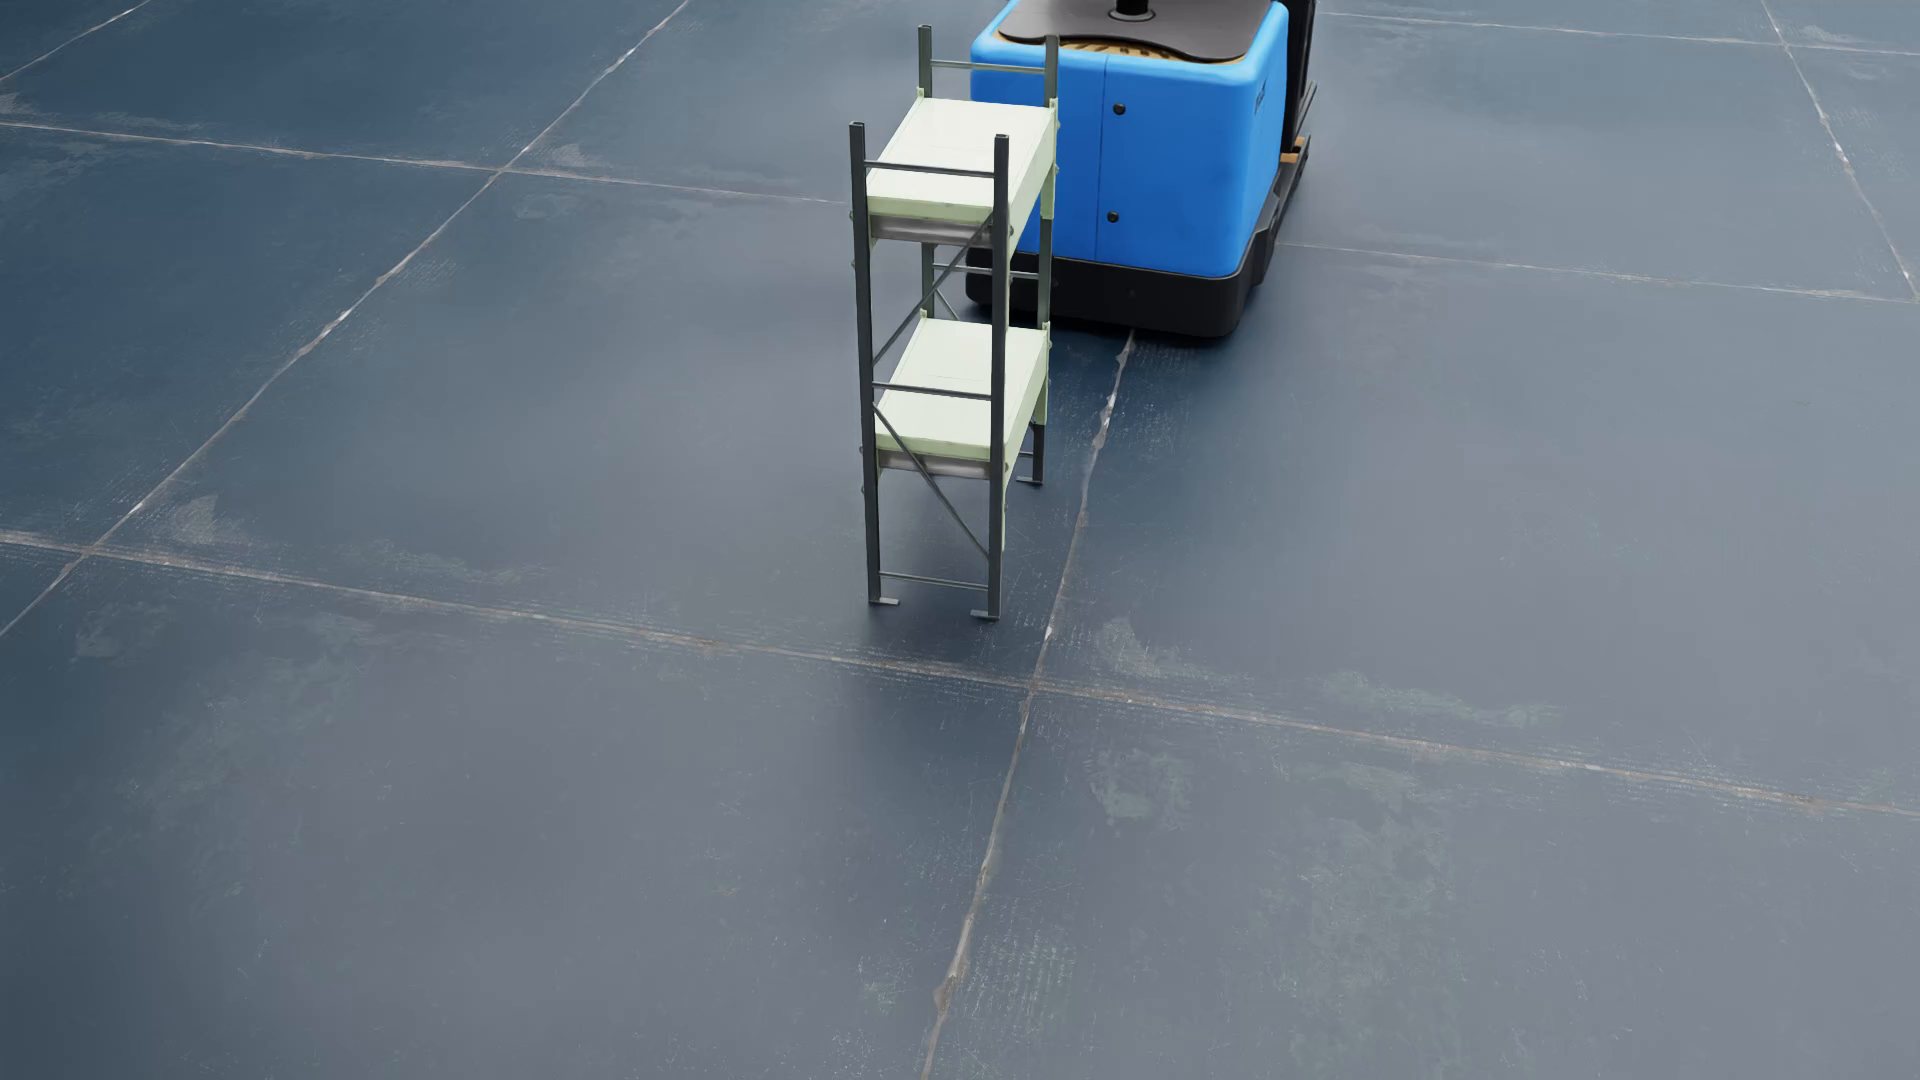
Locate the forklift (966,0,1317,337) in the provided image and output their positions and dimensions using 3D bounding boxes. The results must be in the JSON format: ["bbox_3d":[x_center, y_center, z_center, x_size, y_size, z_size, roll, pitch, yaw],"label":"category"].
[{"bbox_3d":[0.953,-2.803,6.619,1.130,2.935,3.031,11,37,14],"label":"forklift"}]

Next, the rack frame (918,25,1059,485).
[{"bbox_3d":[0.080,-0.821,5.105,0.400,1.500,0.023,7,37,10],"label":"rack frame"}]

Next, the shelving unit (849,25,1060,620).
[{"bbox_3d":[0.001,-0.611,4.815,0.431,1.500,0.755,7,37,10],"label":"shelving unit"}]

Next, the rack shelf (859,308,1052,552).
[{"bbox_3d":[0.001,-0.347,5.006,0.431,0.370,0.720,7,37,10],"label":"rack shelf"}]

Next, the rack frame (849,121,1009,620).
[{"bbox_3d":[-0.077,-0.401,4.526,0.400,1.500,0.023,7,37,10],"label":"rack frame"}]

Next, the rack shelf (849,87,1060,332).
[{"bbox_3d":[0.001,-0.927,4.586,0.431,0.370,0.720,7,37,10],"label":"rack shelf"}]
